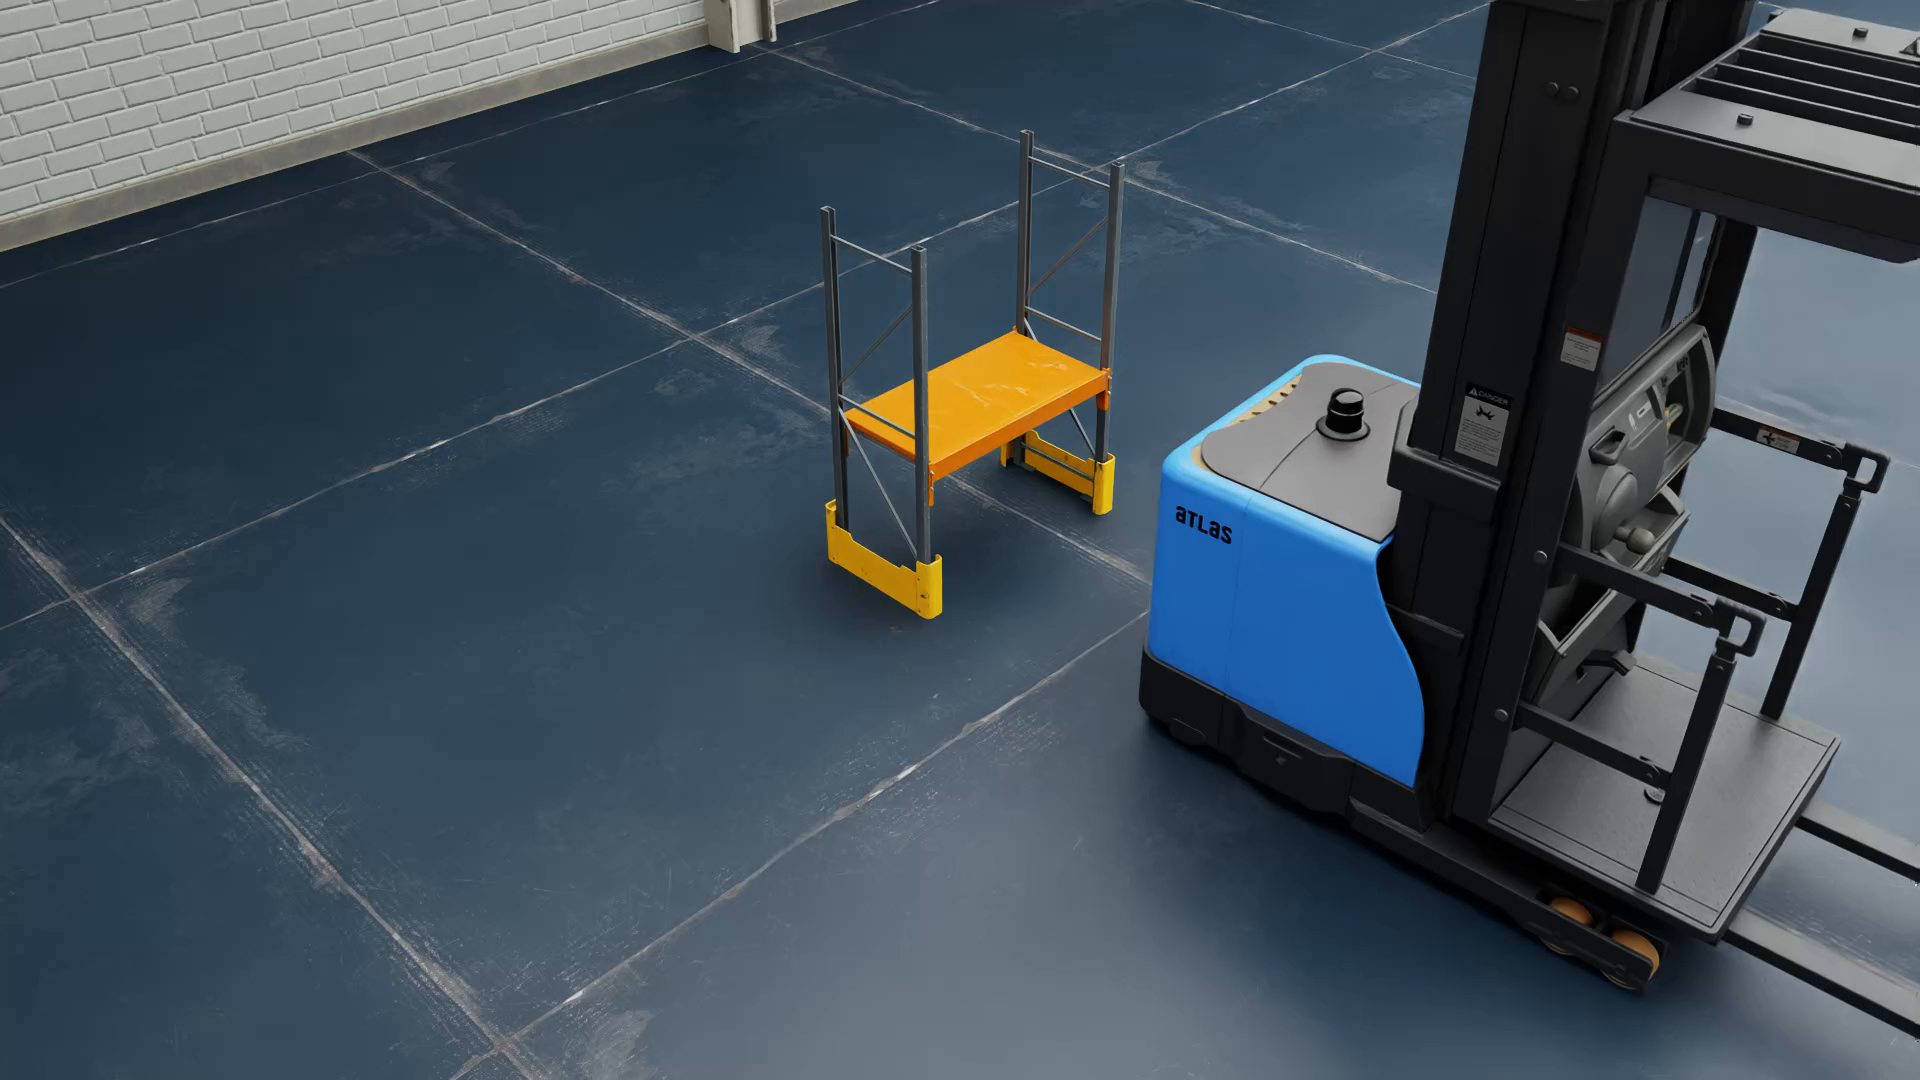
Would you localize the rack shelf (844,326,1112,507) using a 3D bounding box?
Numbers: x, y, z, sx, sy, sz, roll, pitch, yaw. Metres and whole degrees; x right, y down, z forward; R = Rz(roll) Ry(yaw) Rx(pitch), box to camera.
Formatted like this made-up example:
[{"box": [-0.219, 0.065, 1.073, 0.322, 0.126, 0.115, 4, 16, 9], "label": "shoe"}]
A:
[{"box": [0.060, -0.502, 6.474, 0.538, 0.185, 1.000, 30, 45, 35], "label": "rack shelf"}]

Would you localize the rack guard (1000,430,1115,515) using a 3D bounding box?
[{"box": [0.405, -0.336, 7.013, 0.587, 0.250, 0.087, 30, 45, 35], "label": "rack guard"}]

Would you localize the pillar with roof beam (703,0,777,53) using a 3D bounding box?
[{"box": [1.503, -5.505, 6.777, 9.100, 9.000, 0.400, 30, 45, 35], "label": "pillar with roof beam"}]

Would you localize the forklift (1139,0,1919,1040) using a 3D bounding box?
[{"box": [2.068, -0.234, 4.524, 3.031, 2.935, 1.130, 26, 43, 33], "label": "forklift"}]

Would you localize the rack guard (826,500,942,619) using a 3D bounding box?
[{"box": [-0.297, 0.069, 6.433, 0.587, 0.250, 0.087, 30, 45, 35], "label": "rack guard"}]

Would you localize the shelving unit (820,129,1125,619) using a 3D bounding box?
[{"box": [0.054, -0.646, 6.365, 0.587, 1.500, 1.083, 30, 45, 35], "label": "shelving unit"}]

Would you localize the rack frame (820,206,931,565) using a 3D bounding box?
[{"box": [-0.298, -0.443, 6.075, 0.500, 1.500, 0.032, 30, 45, 35], "label": "rack frame"}]

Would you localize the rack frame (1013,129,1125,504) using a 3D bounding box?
[{"box": [0.418, -0.856, 6.667, 0.500, 1.500, 0.032, 30, 45, 35], "label": "rack frame"}]
